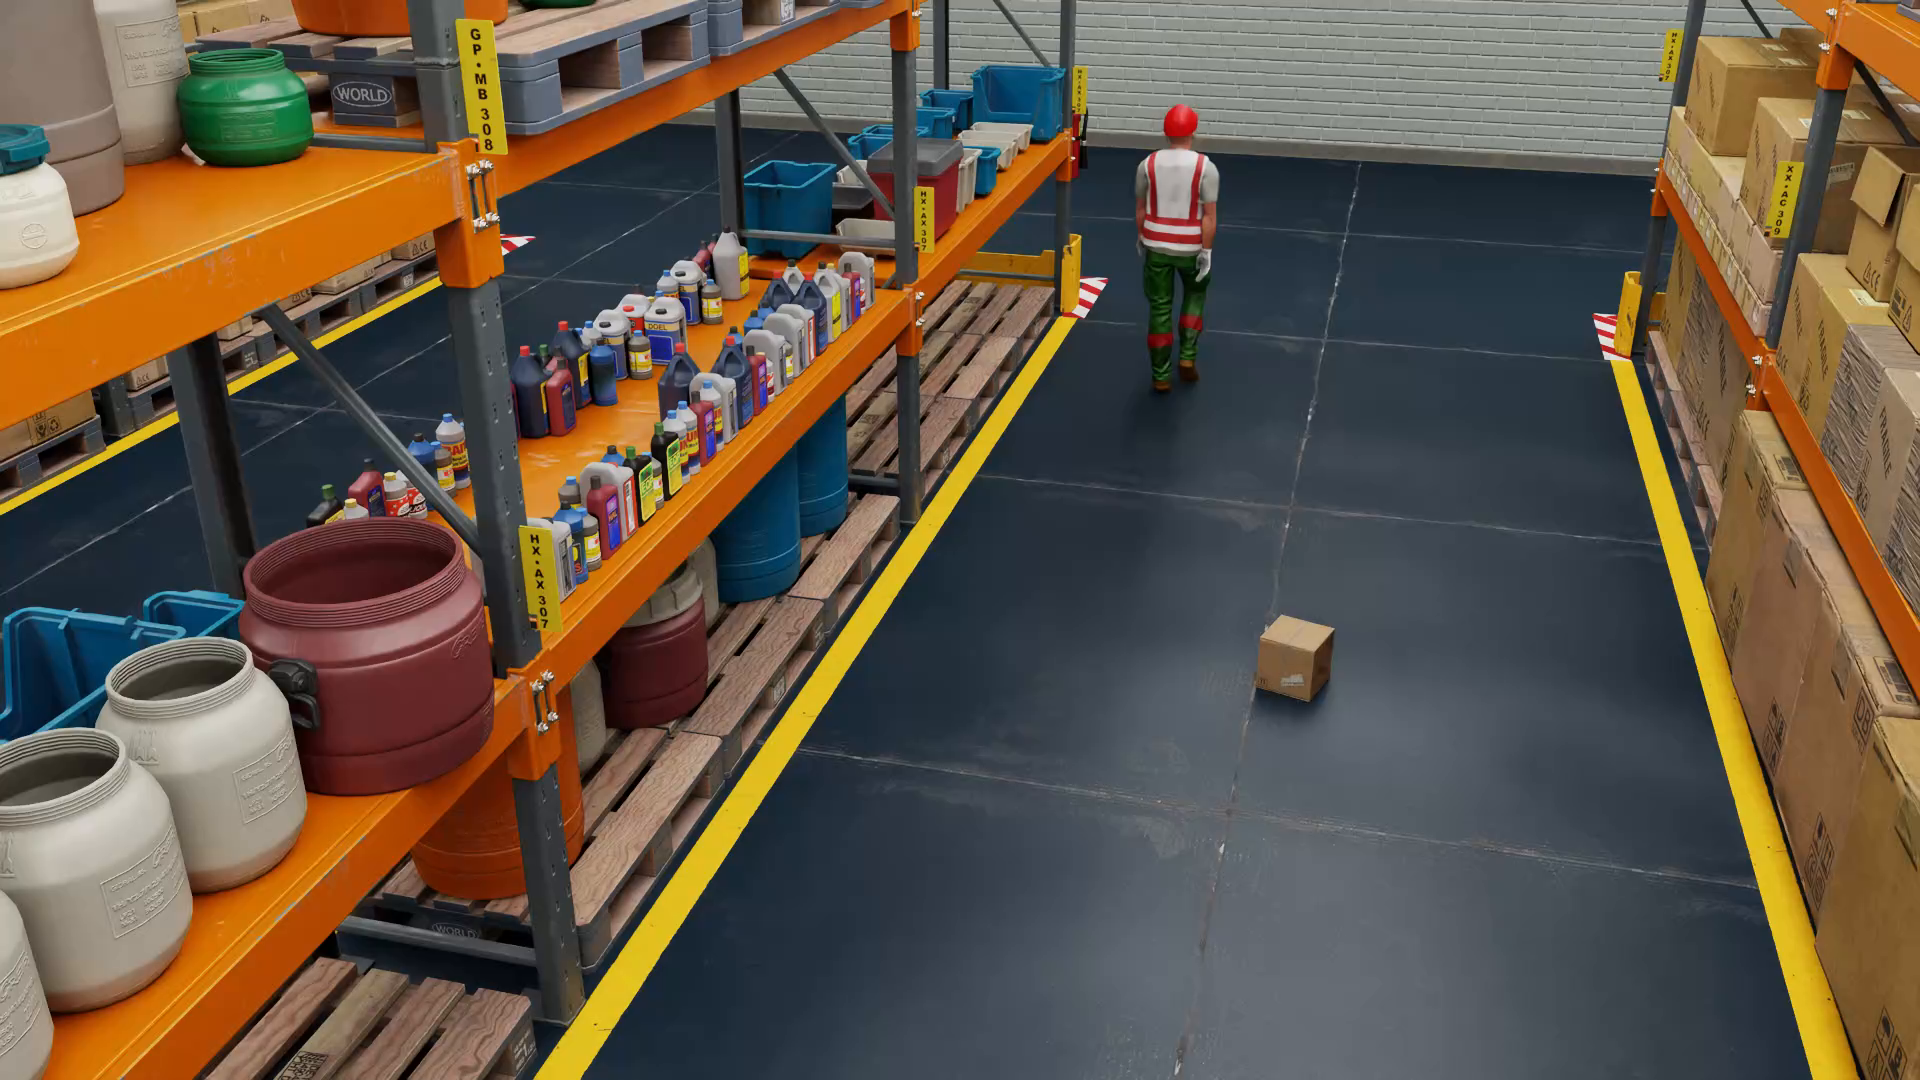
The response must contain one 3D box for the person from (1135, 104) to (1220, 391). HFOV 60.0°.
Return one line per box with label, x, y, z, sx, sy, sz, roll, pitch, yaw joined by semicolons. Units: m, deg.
person;1.354;-1.831;10.497;0.523;1.830;0.513;5;26;11
